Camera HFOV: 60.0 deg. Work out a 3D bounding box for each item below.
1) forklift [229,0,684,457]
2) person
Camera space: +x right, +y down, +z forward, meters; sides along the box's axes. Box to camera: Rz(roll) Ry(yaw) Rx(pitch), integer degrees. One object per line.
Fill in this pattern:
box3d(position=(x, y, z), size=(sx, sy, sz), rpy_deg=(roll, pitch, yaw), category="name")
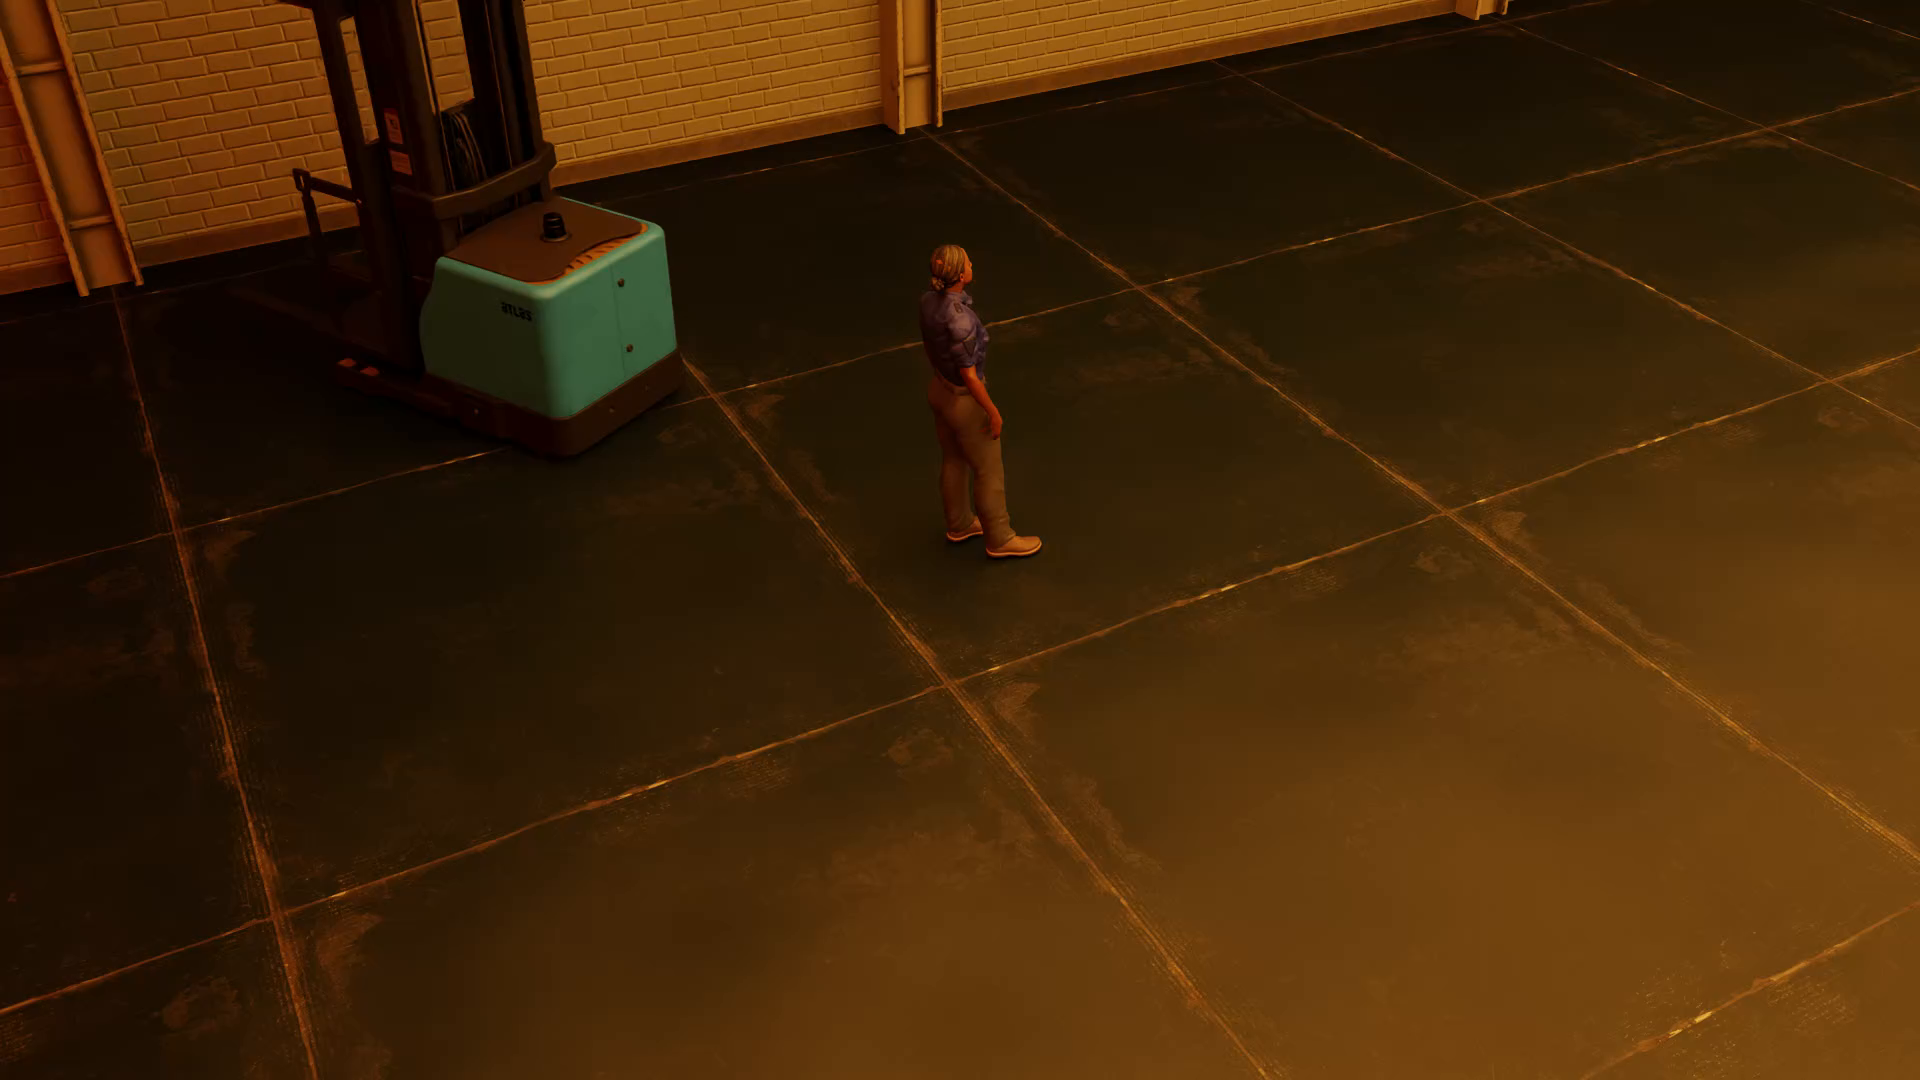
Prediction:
box3d(position=(-3.161, -2.293, 9.368), size=(3.031, 2.935, 1.130), rpy_deg=(20, 40, 26), category="forklift")
box3d(position=(0.086, -0.695, 8.200), size=(0.504, 1.654, 0.570), rpy_deg=(-17, 39, -23), category="person")
